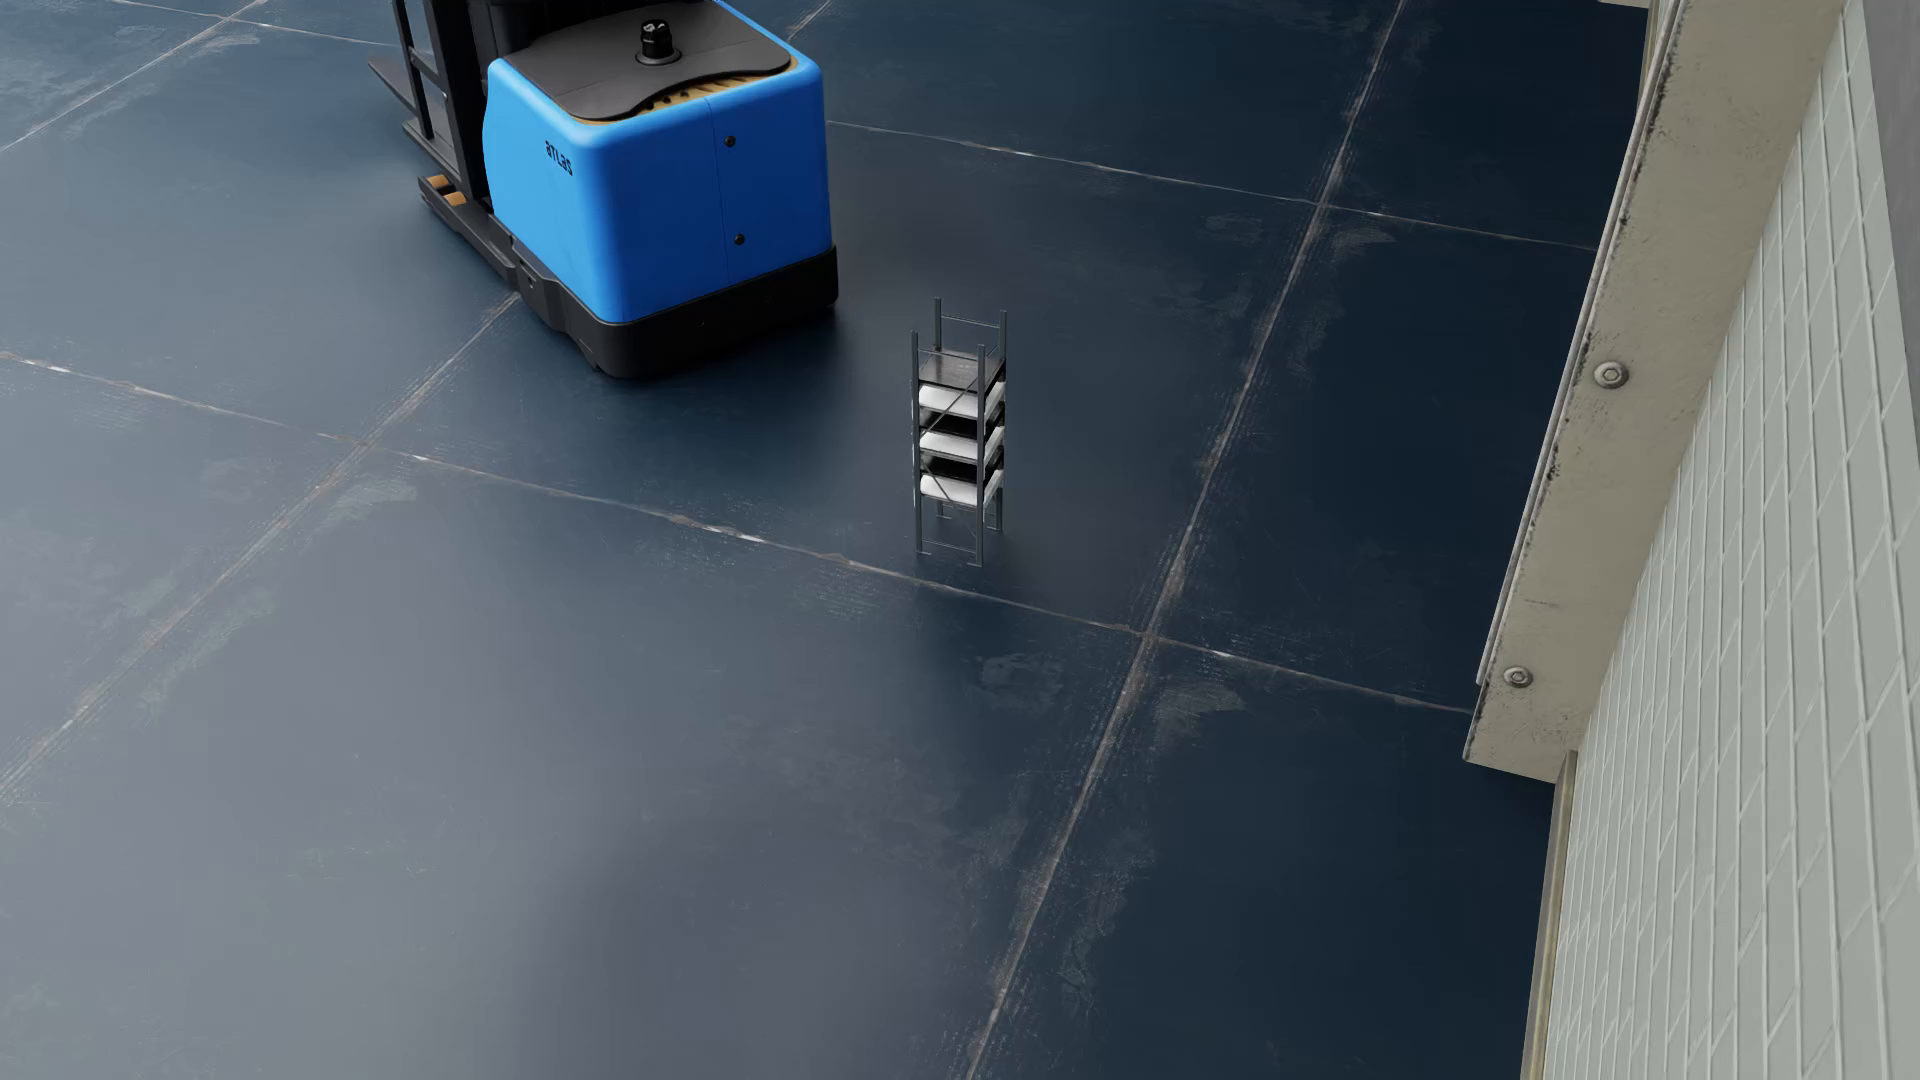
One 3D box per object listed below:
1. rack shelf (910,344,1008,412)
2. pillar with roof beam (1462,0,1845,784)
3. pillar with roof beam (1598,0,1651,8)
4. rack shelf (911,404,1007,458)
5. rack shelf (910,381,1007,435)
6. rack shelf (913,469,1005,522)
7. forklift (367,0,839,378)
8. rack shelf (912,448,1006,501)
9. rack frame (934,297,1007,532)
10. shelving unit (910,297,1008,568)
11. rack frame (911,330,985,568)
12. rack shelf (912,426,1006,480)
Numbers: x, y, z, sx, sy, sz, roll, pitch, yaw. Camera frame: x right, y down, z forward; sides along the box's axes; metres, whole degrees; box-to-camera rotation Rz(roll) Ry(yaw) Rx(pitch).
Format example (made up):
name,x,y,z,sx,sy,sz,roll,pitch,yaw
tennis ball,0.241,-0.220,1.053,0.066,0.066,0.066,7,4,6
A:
name,x,y,z,sx,sy,sz,roll,pitch,yaw
rack shelf,-0.003,-0.517,5.299,0.258,0.077,0.200,13,42,15
pillar with roof beam,-2.329,-3.807,3.279,9.100,9.000,0.400,13,42,15
pillar with roof beam,-0.277,-7.466,7.568,9.100,9.000,0.400,13,42,15
rack shelf,-0.003,-0.381,5.415,0.258,0.077,0.200,13,42,15
rack shelf,-0.003,-0.449,5.357,0.258,0.077,0.200,13,42,15
rack shelf,-0.003,-0.175,5.591,0.258,0.077,0.200,13,42,15
forklift,-1.764,-2.649,6.597,1.130,2.935,3.031,-25,46,-26
rack shelf,-0.003,-0.244,5.532,0.258,0.077,0.200,13,42,15
rack frame,0.032,-0.399,5.525,0.240,0.900,0.006,13,42,15
shelving unit,-0.003,-0.337,5.452,0.258,0.900,0.210,13,42,15
rack frame,-0.038,-0.275,5.379,0.240,0.900,0.006,13,42,15
rack shelf,-0.003,-0.312,5.474,0.258,0.077,0.200,13,42,15
